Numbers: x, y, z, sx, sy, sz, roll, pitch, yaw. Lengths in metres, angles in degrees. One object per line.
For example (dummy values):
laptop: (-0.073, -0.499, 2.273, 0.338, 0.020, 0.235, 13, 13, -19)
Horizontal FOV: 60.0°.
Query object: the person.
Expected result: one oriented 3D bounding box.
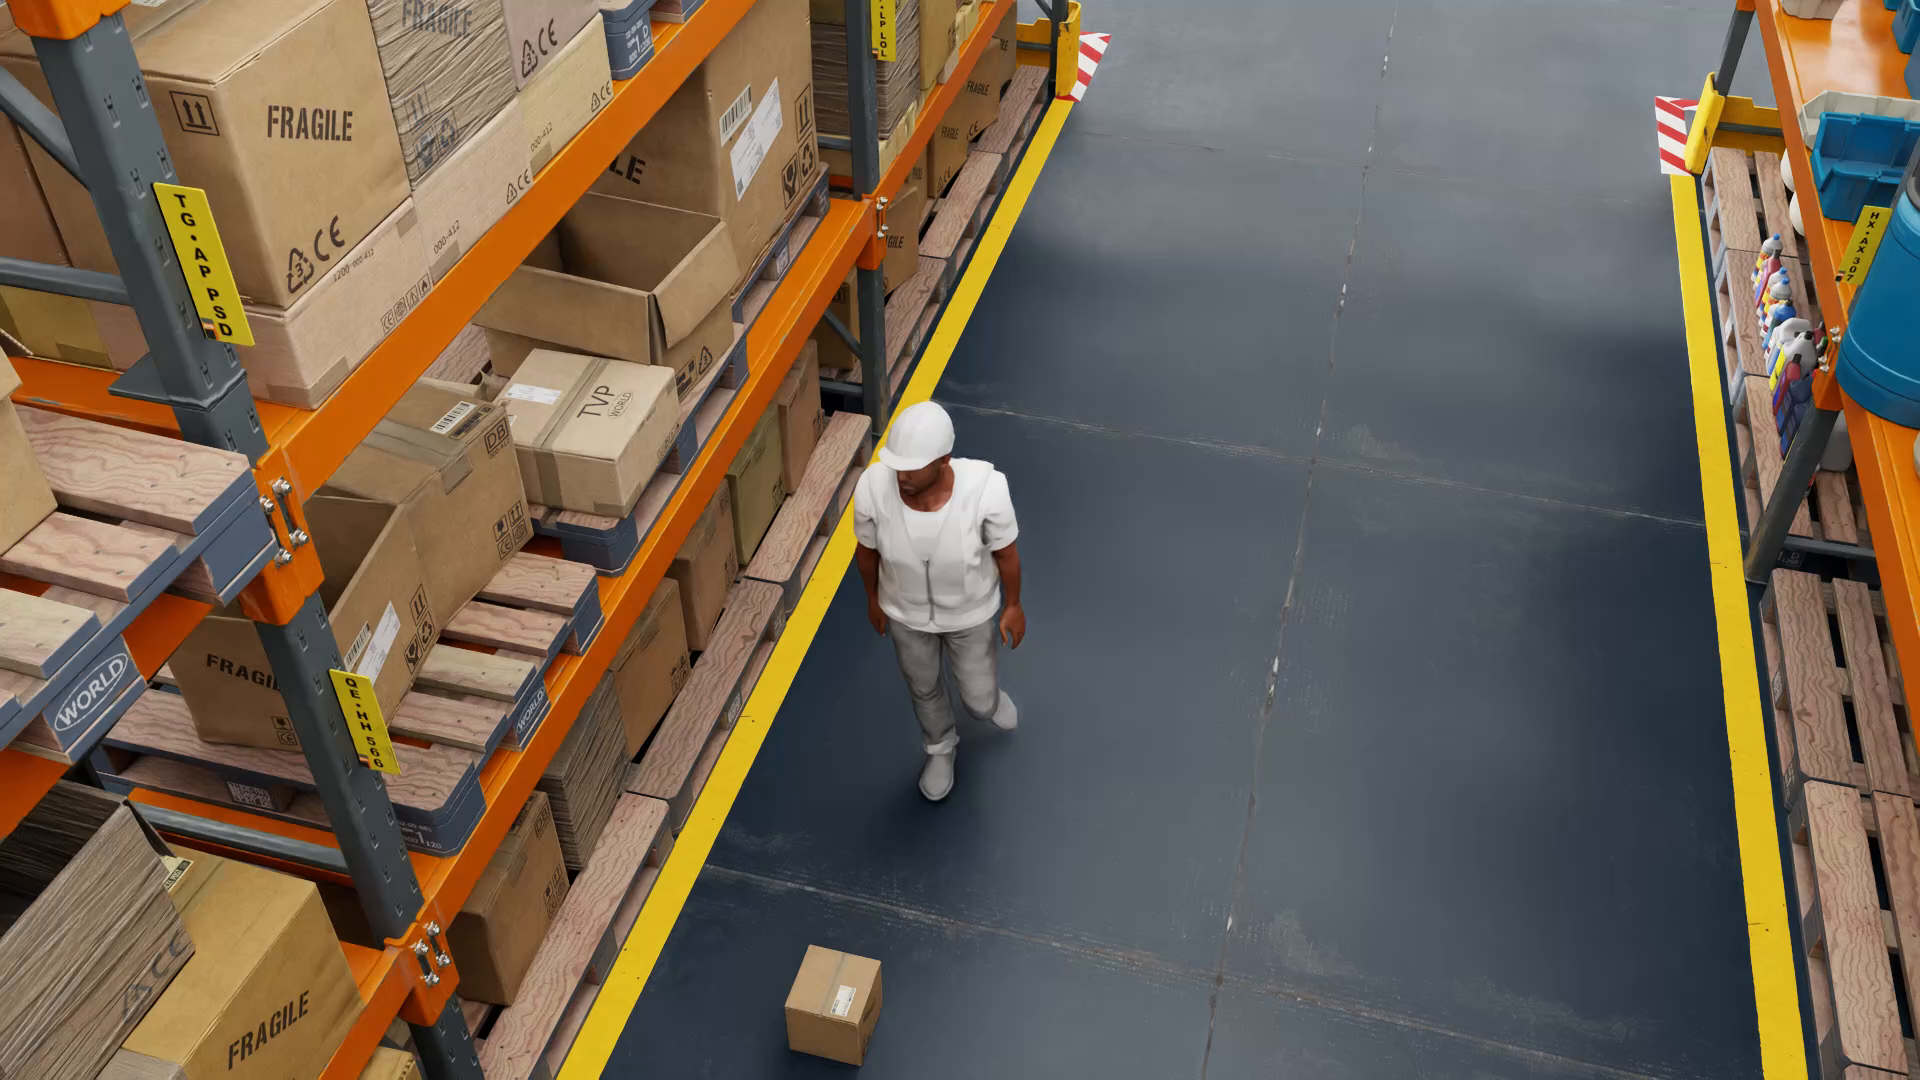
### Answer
person: (-0.059, 0.185, 5.893, 0.606, 1.760, 0.565, 6, 41, 6)
